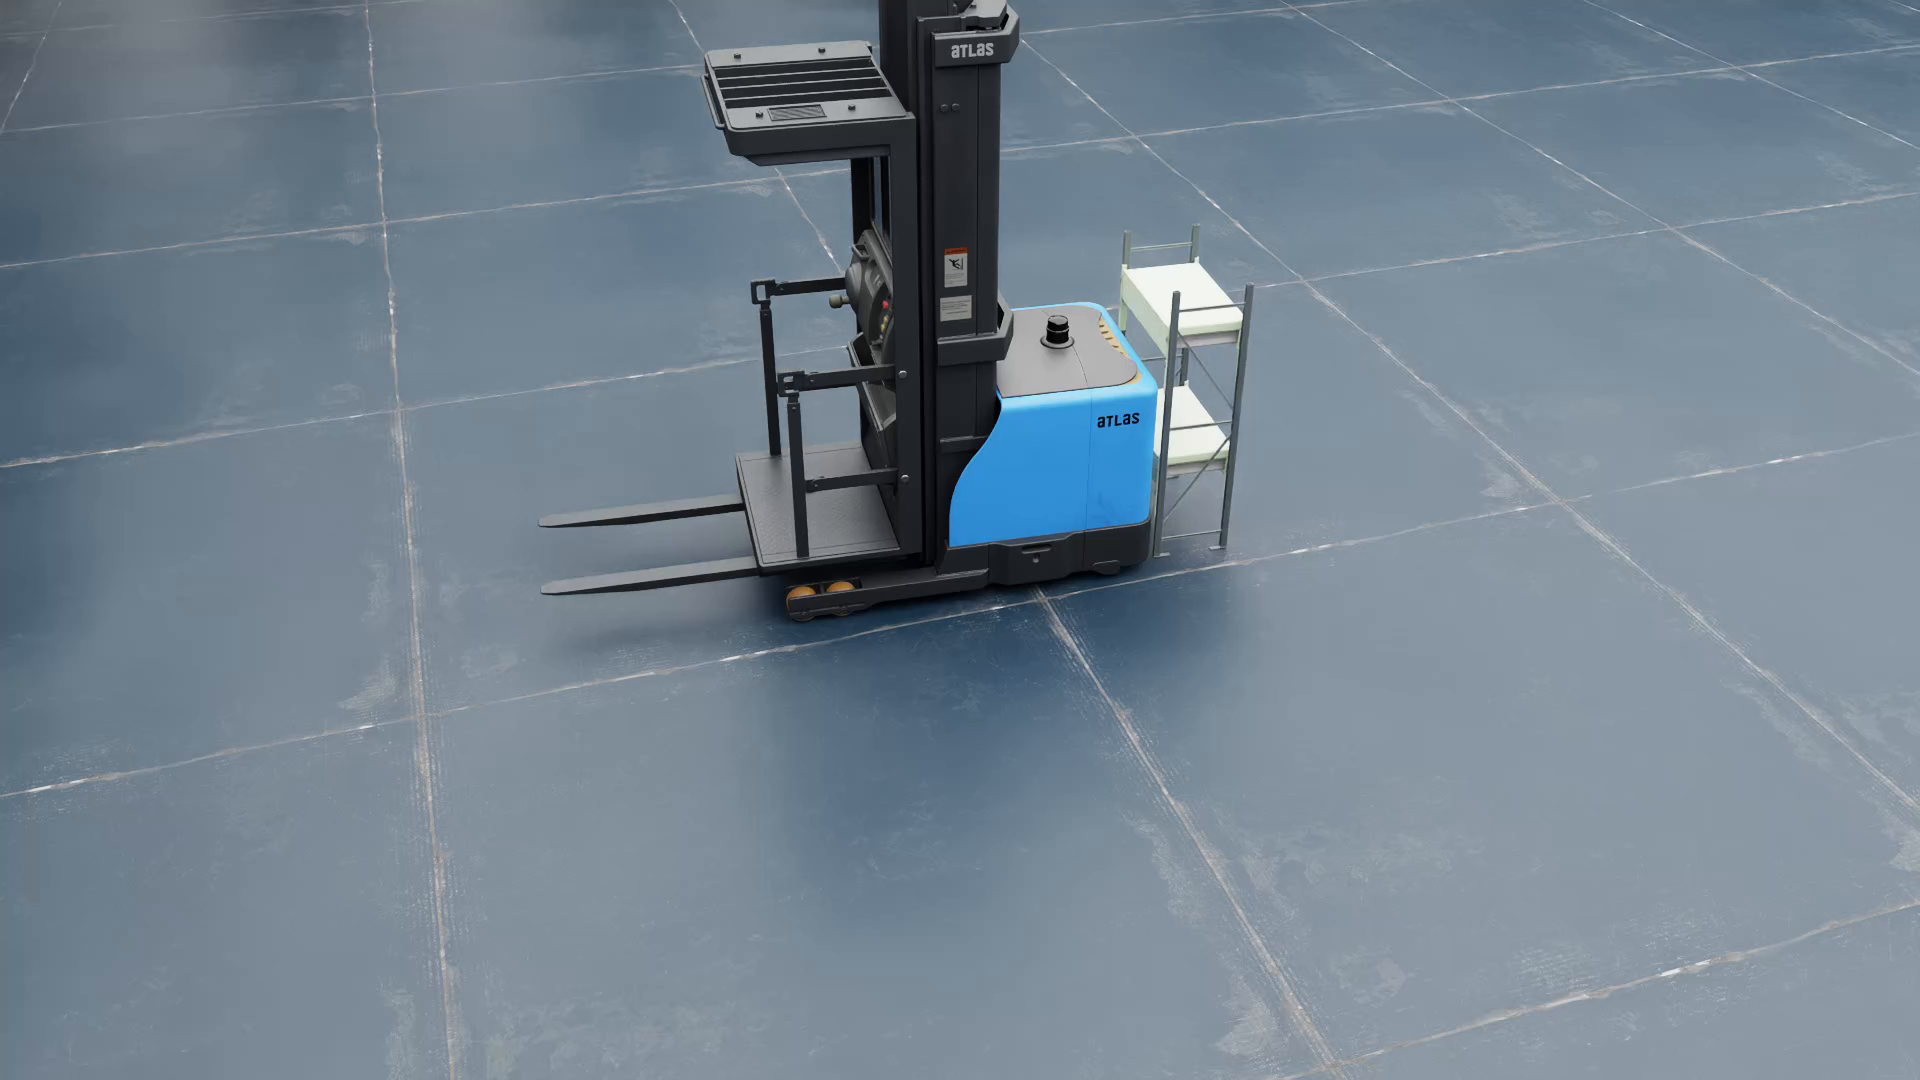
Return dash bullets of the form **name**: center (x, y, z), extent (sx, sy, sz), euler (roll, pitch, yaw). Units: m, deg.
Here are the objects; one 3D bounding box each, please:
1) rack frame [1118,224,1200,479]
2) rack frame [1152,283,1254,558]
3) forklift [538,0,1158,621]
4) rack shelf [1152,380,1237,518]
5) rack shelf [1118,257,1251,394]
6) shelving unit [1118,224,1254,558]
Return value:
- **rack frame**: center (1.024, -0.955, 8.835), extent (0.400, 1.500, 0.023), euler (-8, 34, -11)
- **rack frame**: center (1.194, -0.563, 8.241), extent (0.400, 1.500, 0.023), euler (-8, 34, -11)
- **forklift**: center (-0.607, -1.146, 7.826), extent (3.031, 2.935, 1.130), euler (-7, 34, -11)
- **rack shelf**: center (1.109, -0.487, 8.718), extent (0.431, 0.370, 0.720), euler (-8, 34, -11)
- **rack shelf**: center (1.109, -1.084, 8.323), extent (0.431, 0.370, 0.720), euler (-8, 34, -11)
- **shelving unit**: center (1.109, -0.759, 8.538), extent (0.431, 1.500, 0.755), euler (-8, 34, -11)
